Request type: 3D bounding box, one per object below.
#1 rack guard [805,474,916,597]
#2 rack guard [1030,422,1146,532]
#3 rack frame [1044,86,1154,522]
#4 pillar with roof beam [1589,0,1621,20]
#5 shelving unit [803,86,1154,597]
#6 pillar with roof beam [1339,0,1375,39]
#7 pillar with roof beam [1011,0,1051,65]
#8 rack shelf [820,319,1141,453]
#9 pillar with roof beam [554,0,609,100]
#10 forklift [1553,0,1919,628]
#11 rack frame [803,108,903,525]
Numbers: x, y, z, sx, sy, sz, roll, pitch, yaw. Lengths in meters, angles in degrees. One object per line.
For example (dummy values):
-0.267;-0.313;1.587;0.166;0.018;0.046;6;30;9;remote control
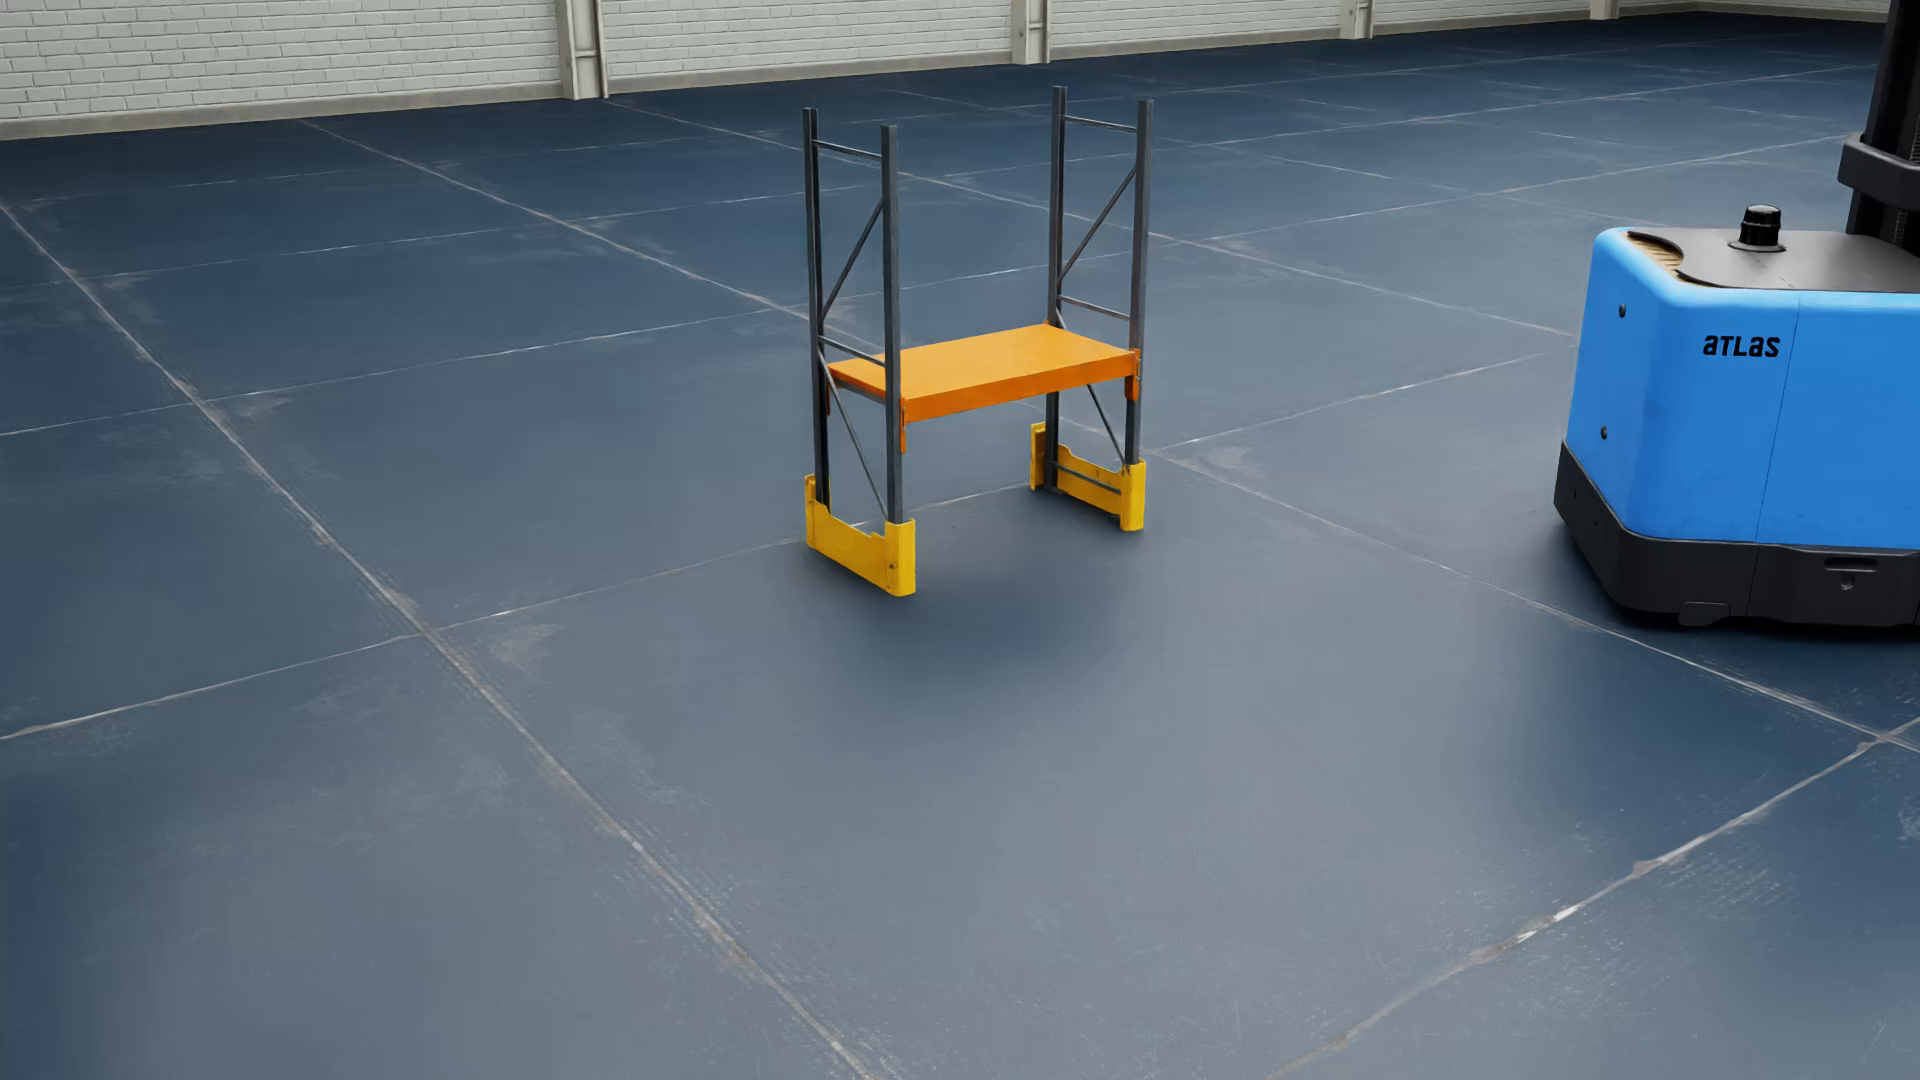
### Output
-0.342;-0.025;5.621;0.087;0.250;0.587;-15;26;-33;rack guard
0.466;-0.240;6.162;0.087;0.250;0.587;-15;26;-33;rack guard
0.482;-0.825;5.940;0.032;1.500;0.500;-15;26;-33;rack frame
13.139;-11.496;22.563;0.400;9.000;9.100;-15;26;-33;pillar with roof beam
0.062;-0.713;5.660;1.083;1.500;0.587;-15;26;-33;shelving unit
8.269;-10.197;19.309;0.400;9.000;9.100;-15;26;-33;pillar with roof beam
3.398;-8.898;16.054;0.400;9.000;9.100;-15;26;-33;pillar with roof beam
0.069;-0.548;5.731;1.000;0.185;0.538;-15;26;-33;rack shelf
-1.472;-7.600;12.799;0.400;9.000;9.100;-15;26;-33;pillar with roof beam
3.605;-1.202;4.953;3.031;2.935;1.130;3;22;6;forklift
-0.343;-0.605;5.389;0.032;1.500;0.500;-15;26;-33;rack frame
